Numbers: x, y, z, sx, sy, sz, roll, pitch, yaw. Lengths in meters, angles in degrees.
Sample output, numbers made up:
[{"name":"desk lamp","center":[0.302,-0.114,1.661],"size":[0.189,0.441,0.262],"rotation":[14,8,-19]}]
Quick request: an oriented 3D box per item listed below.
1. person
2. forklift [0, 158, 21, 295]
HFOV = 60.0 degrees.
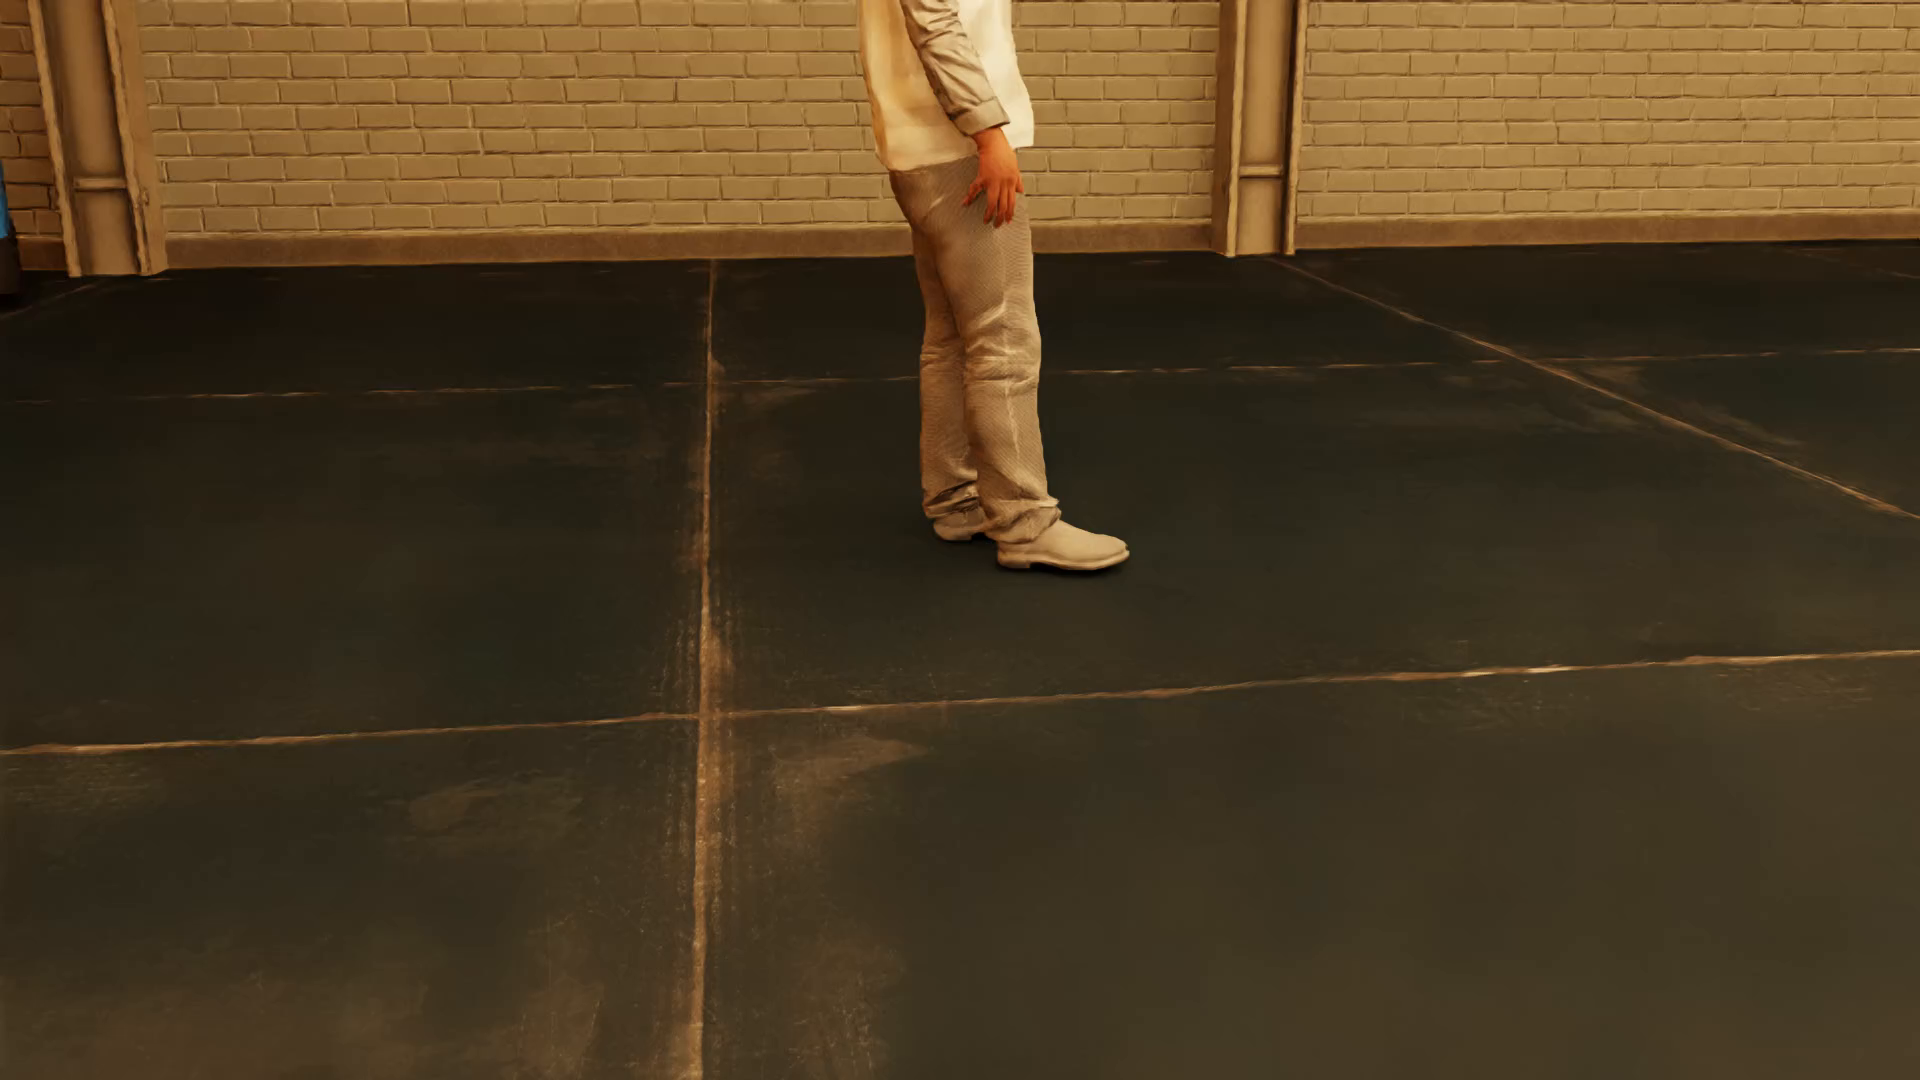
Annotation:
[{"name":"person","center":[0.063,-0.857,3.709],"size":[0.567,1.773,0.632],"rotation":[-2,17,-8]},{"name":"forklift","center":[-5.713,-2.343,6.662],"size":[3.031,2.935,1.130],"rotation":[-9,19,-27]}]
